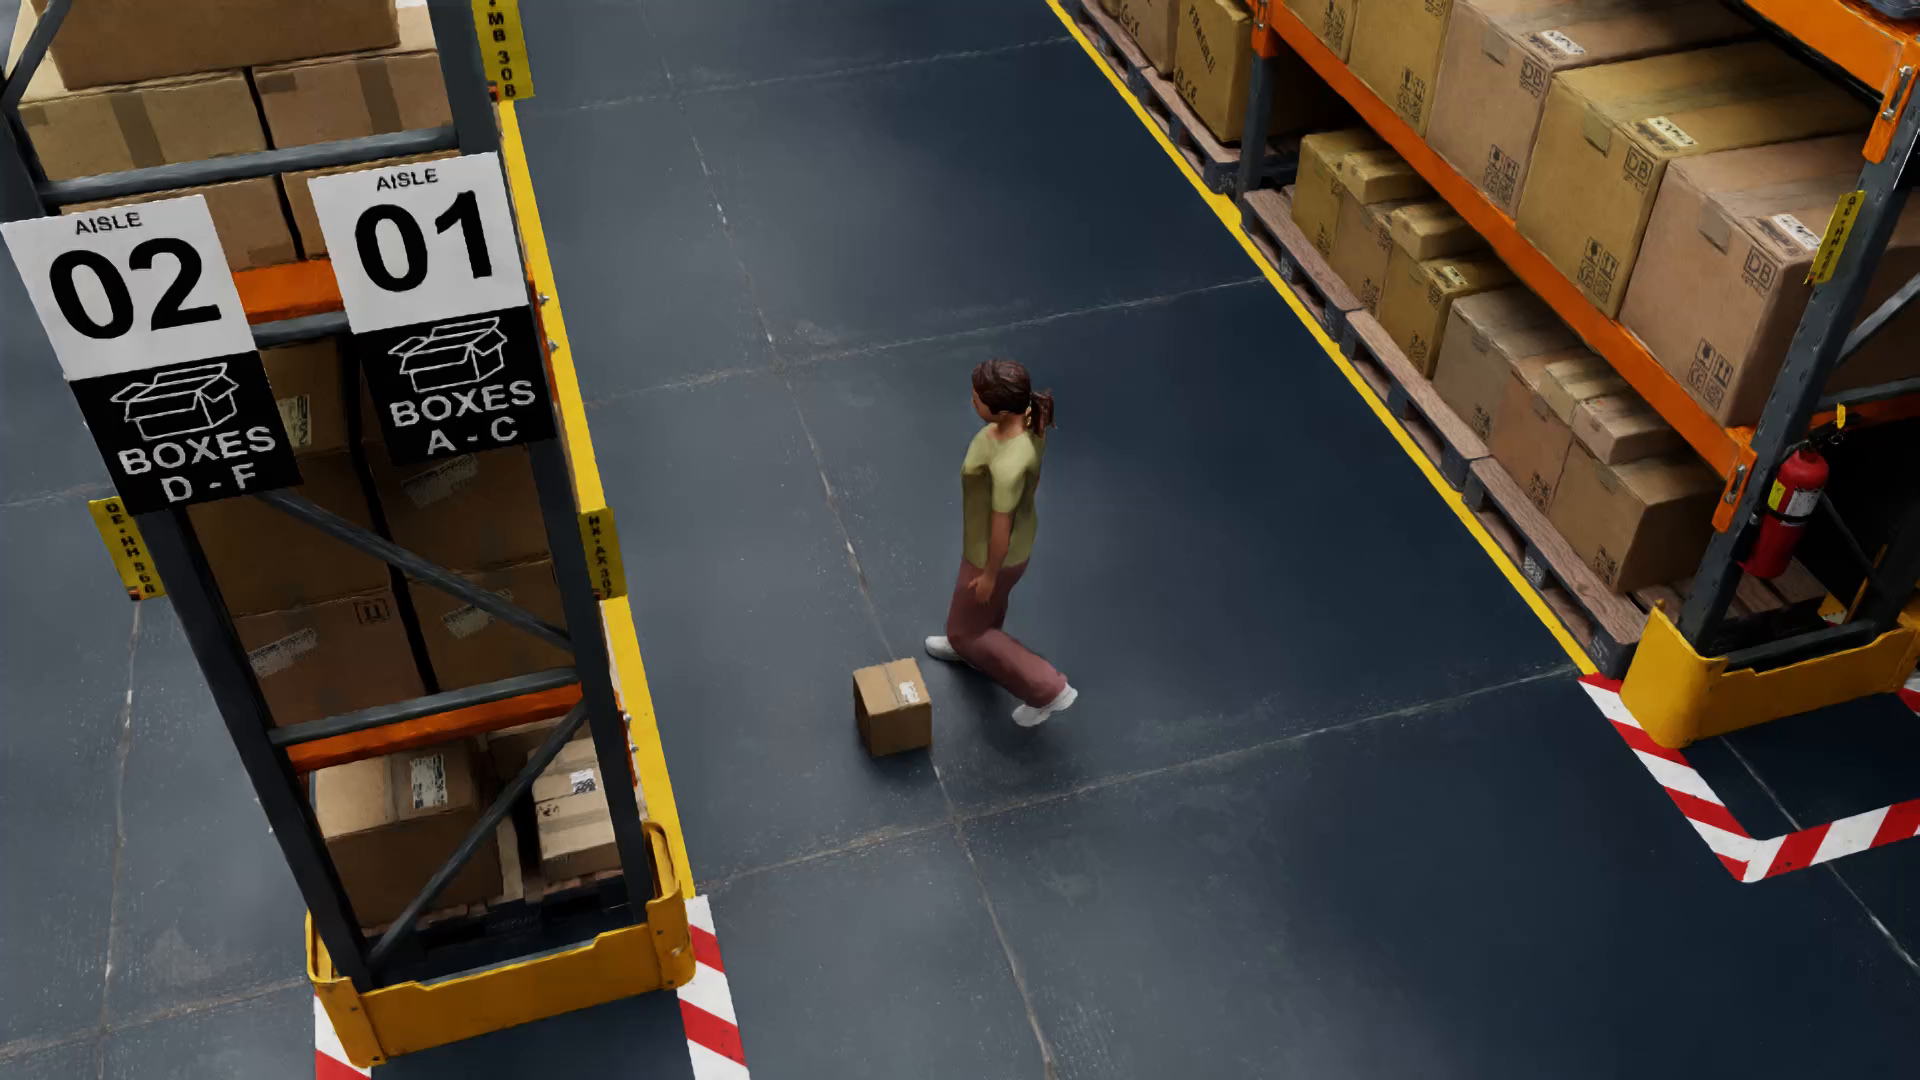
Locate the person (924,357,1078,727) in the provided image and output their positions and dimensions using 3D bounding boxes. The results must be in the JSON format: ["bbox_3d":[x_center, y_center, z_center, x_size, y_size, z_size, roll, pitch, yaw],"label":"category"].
[{"bbox_3d":[0.148,0.015,6.156,0.682,1.659,0.495,8,43,8],"label":"person"}]
